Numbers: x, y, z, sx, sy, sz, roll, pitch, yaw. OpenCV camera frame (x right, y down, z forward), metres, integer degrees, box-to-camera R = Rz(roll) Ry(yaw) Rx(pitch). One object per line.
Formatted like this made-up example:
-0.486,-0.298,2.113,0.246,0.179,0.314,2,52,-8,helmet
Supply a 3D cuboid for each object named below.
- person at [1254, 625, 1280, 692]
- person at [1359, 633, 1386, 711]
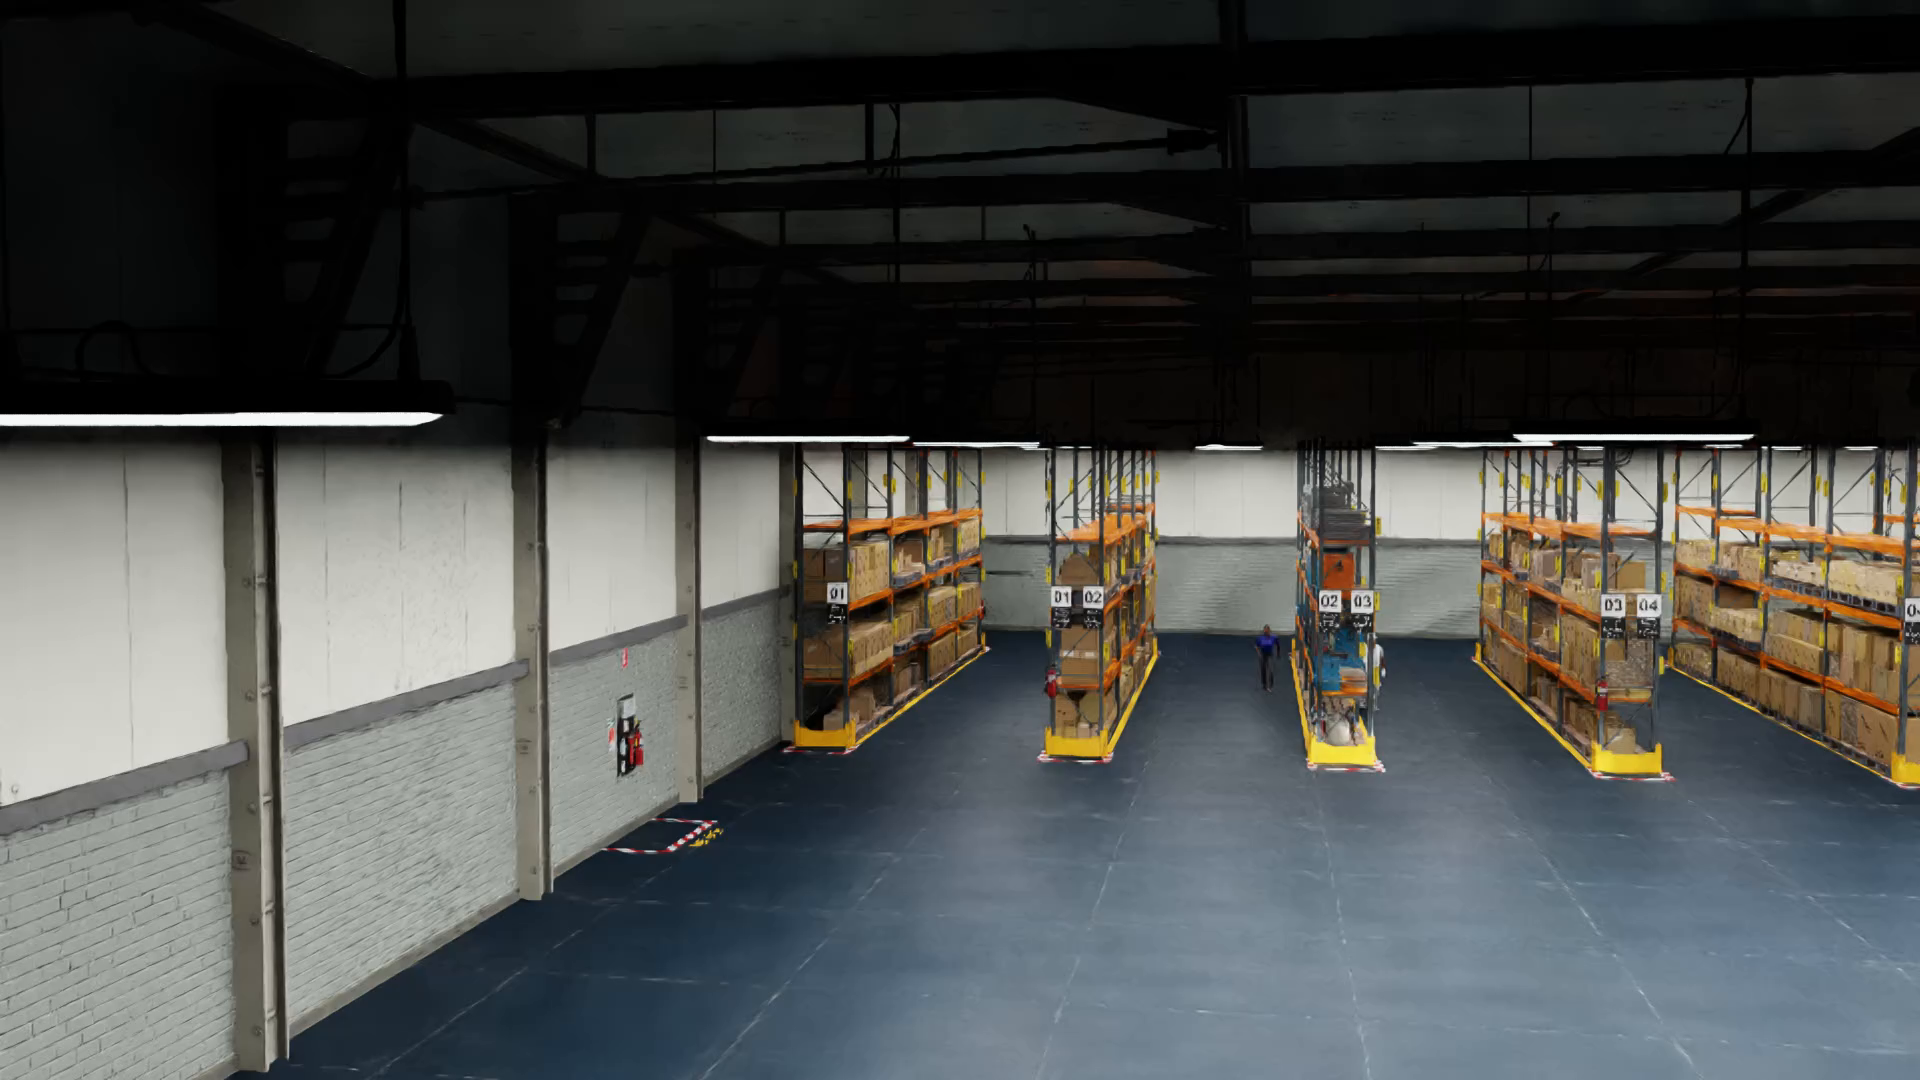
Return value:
7.371,2.823,39.934,0.603,1.576,0.831,1,3,15,person
9.096,2.897,36.935,0.700,1.749,0.697,0,3,2,person
